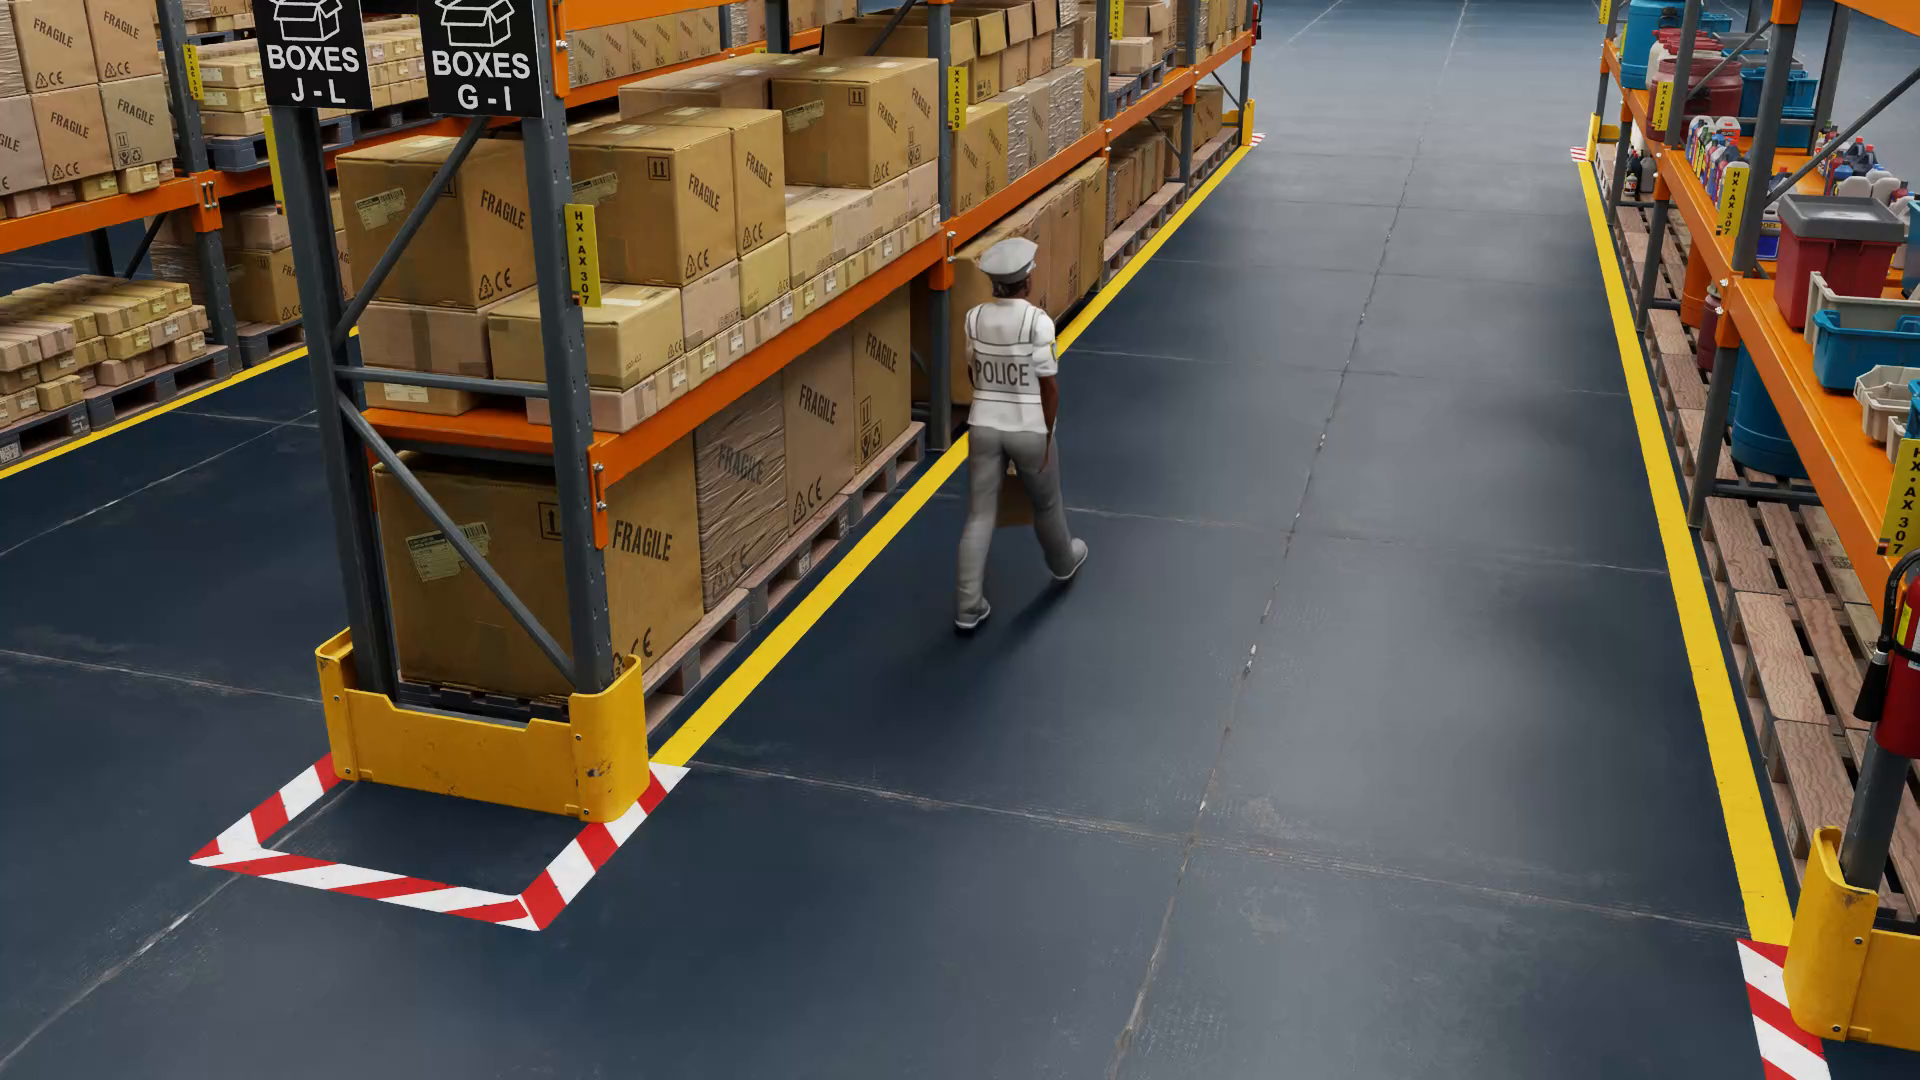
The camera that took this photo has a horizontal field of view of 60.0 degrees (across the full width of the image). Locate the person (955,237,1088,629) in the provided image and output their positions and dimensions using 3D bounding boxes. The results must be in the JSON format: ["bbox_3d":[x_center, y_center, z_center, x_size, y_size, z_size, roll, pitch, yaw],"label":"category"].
[{"bbox_3d":[0.241,-0.506,7.315,0.472,1.634,0.944,9,24,21],"label":"person"}]
